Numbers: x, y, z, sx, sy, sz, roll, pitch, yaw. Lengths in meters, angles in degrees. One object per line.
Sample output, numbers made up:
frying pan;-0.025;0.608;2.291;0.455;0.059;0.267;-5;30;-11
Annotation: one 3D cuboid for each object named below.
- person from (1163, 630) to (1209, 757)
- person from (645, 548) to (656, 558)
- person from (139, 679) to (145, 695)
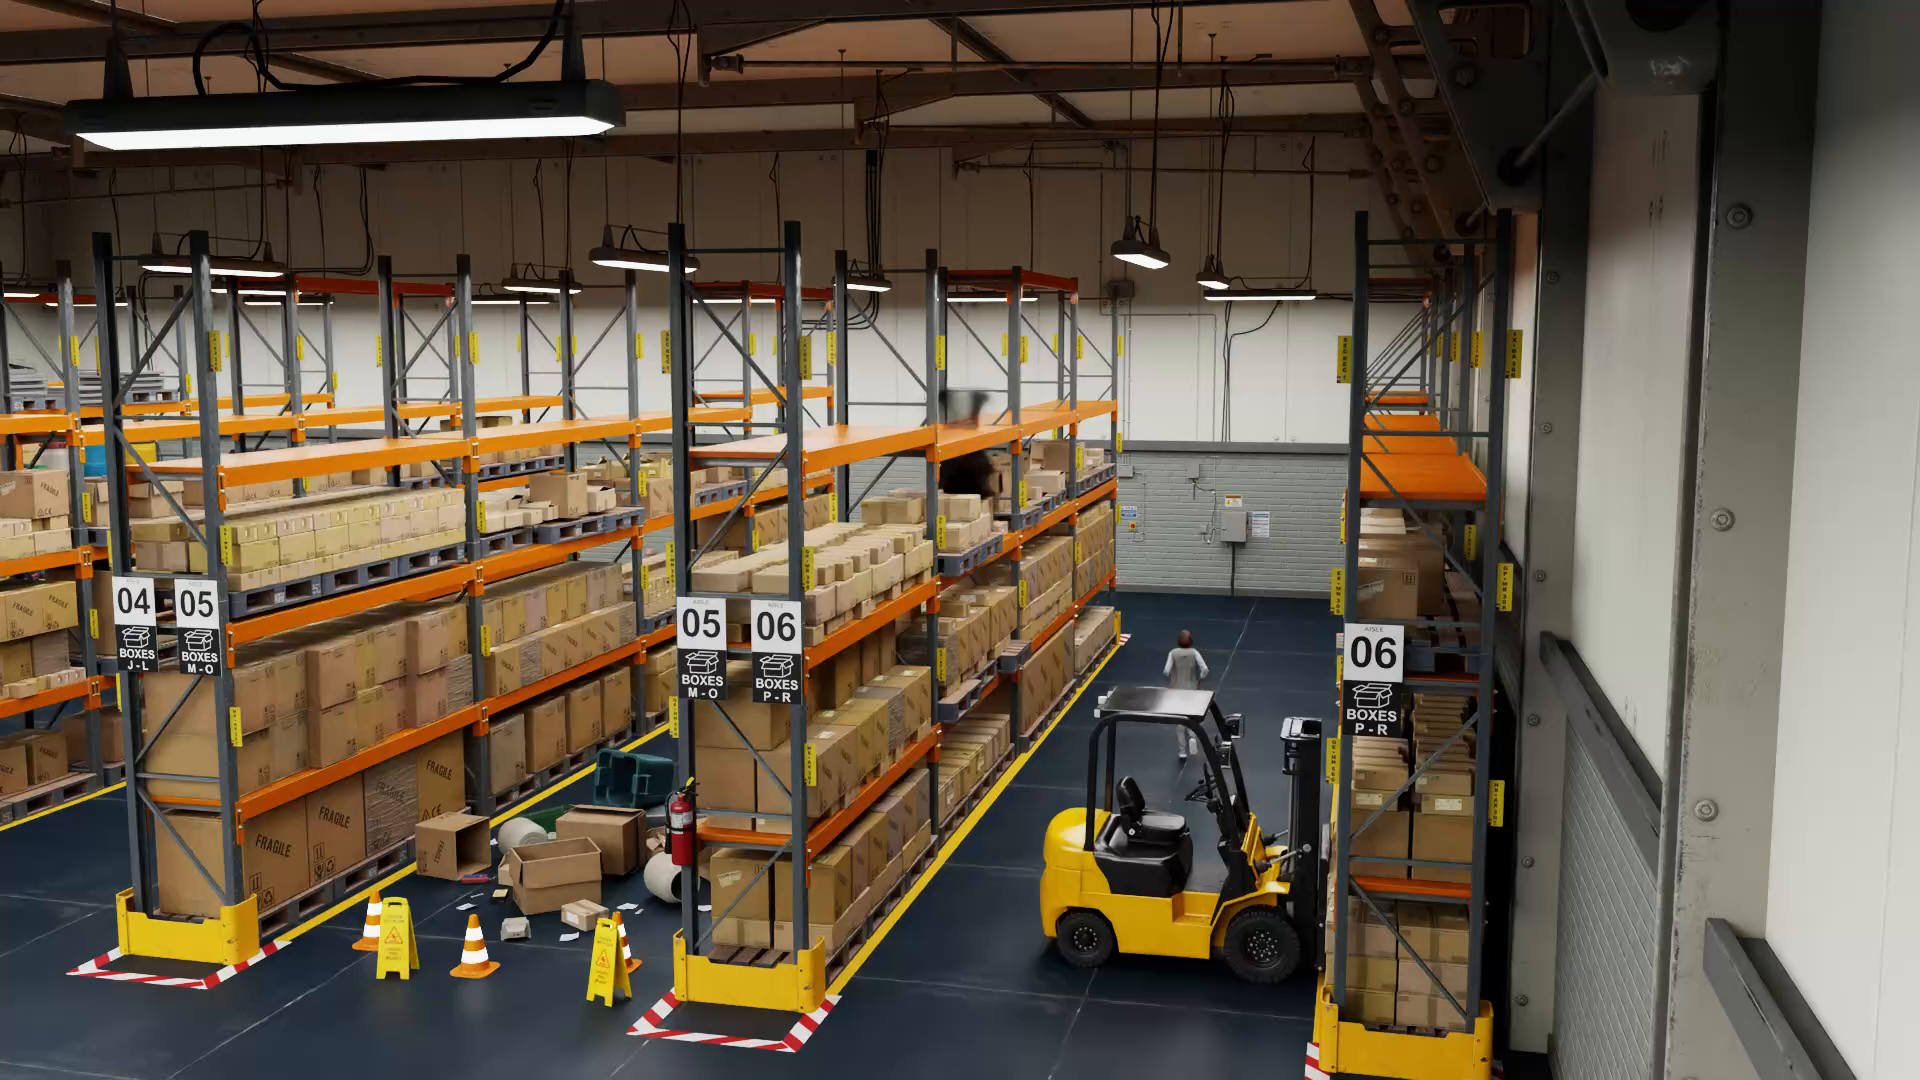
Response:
person;2.777;1.877;20.509;0.546;1.562;0.604;1;7;6
person;-5.065;1.013;26.975;0.707;1.723;0.664;1;7;12
person;-11.095;1.567;22.556;0.708;1.732;0.852;1;7;7
